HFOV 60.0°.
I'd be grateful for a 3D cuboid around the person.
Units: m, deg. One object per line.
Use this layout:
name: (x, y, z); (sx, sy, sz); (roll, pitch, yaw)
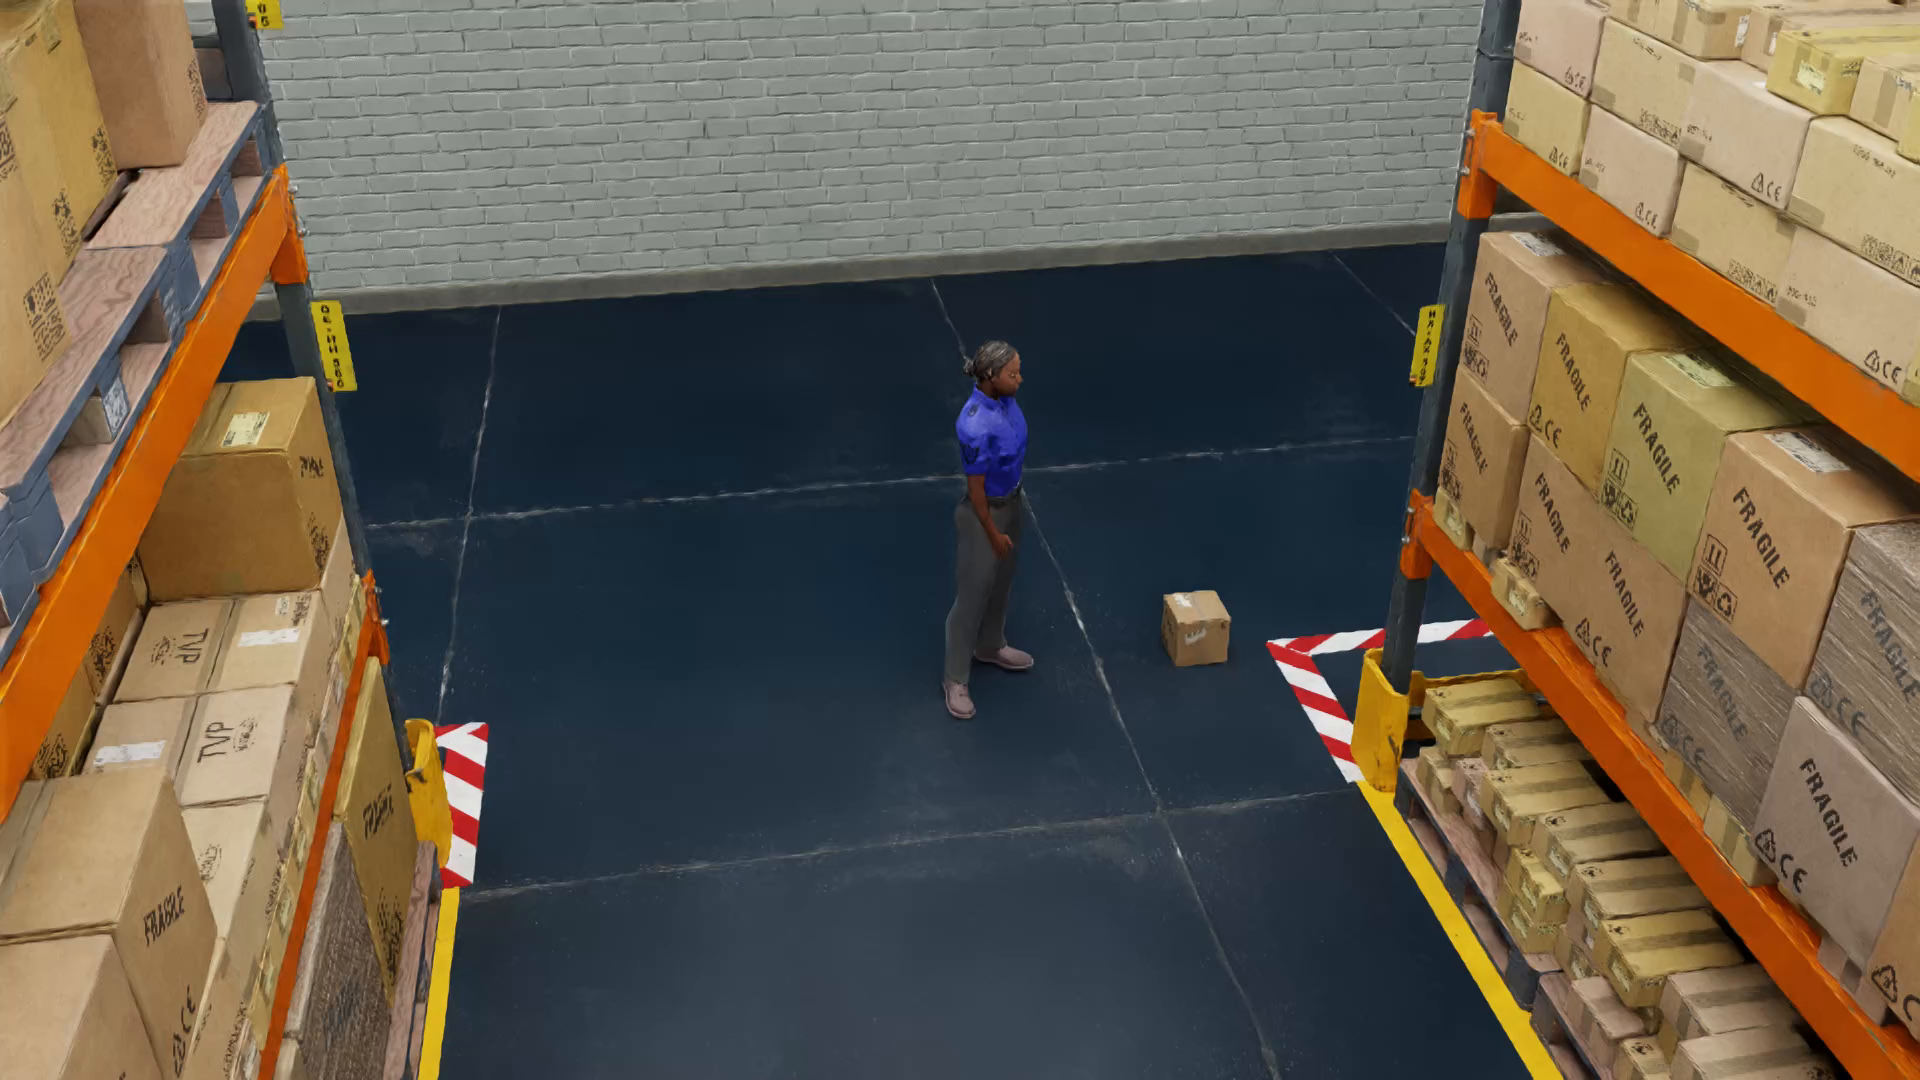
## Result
person: (0.116, -0.064, 7.221); (0.335, 1.660, 0.649); (13, 33, 20)
